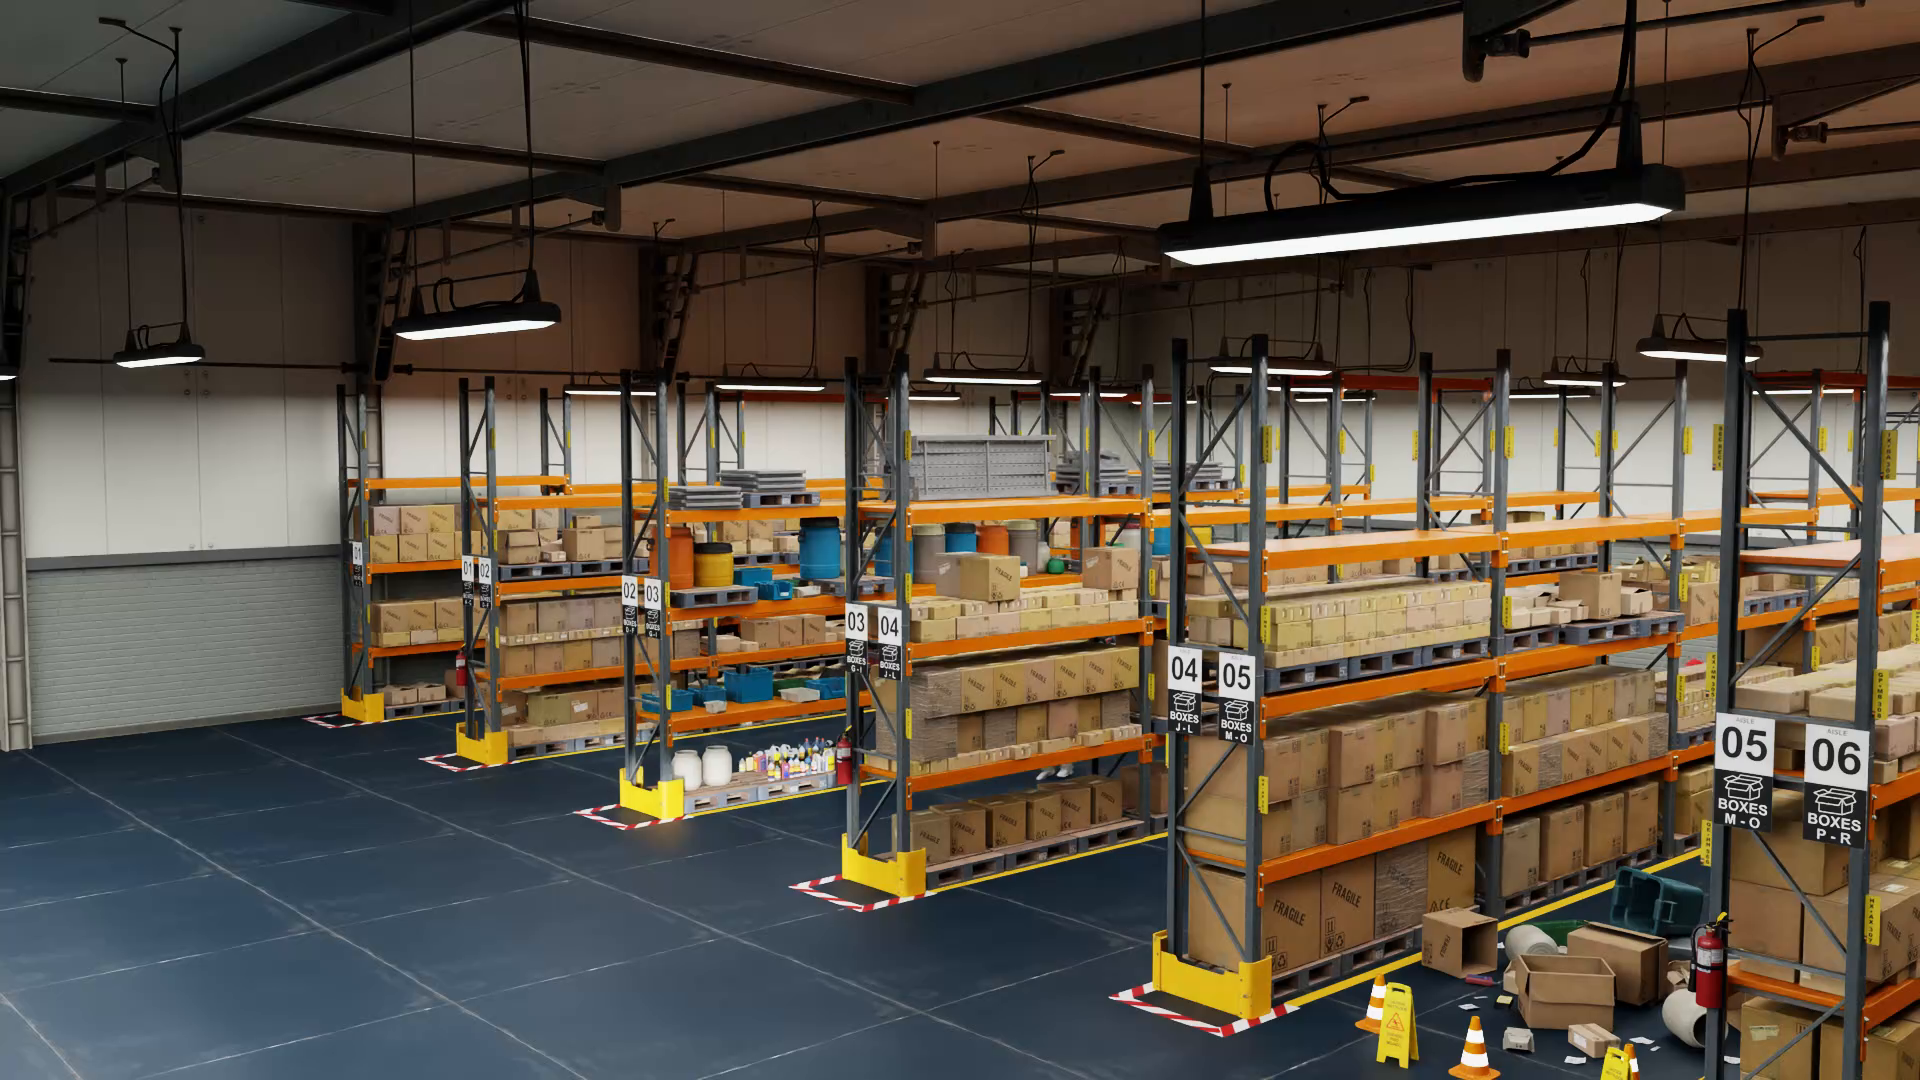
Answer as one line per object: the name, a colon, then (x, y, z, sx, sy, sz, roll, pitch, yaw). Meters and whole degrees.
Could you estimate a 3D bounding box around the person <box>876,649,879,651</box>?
person: (-1.460, 1.893, 34.296, 0.535, 1.493, 0.667, 3, 5, 35)
